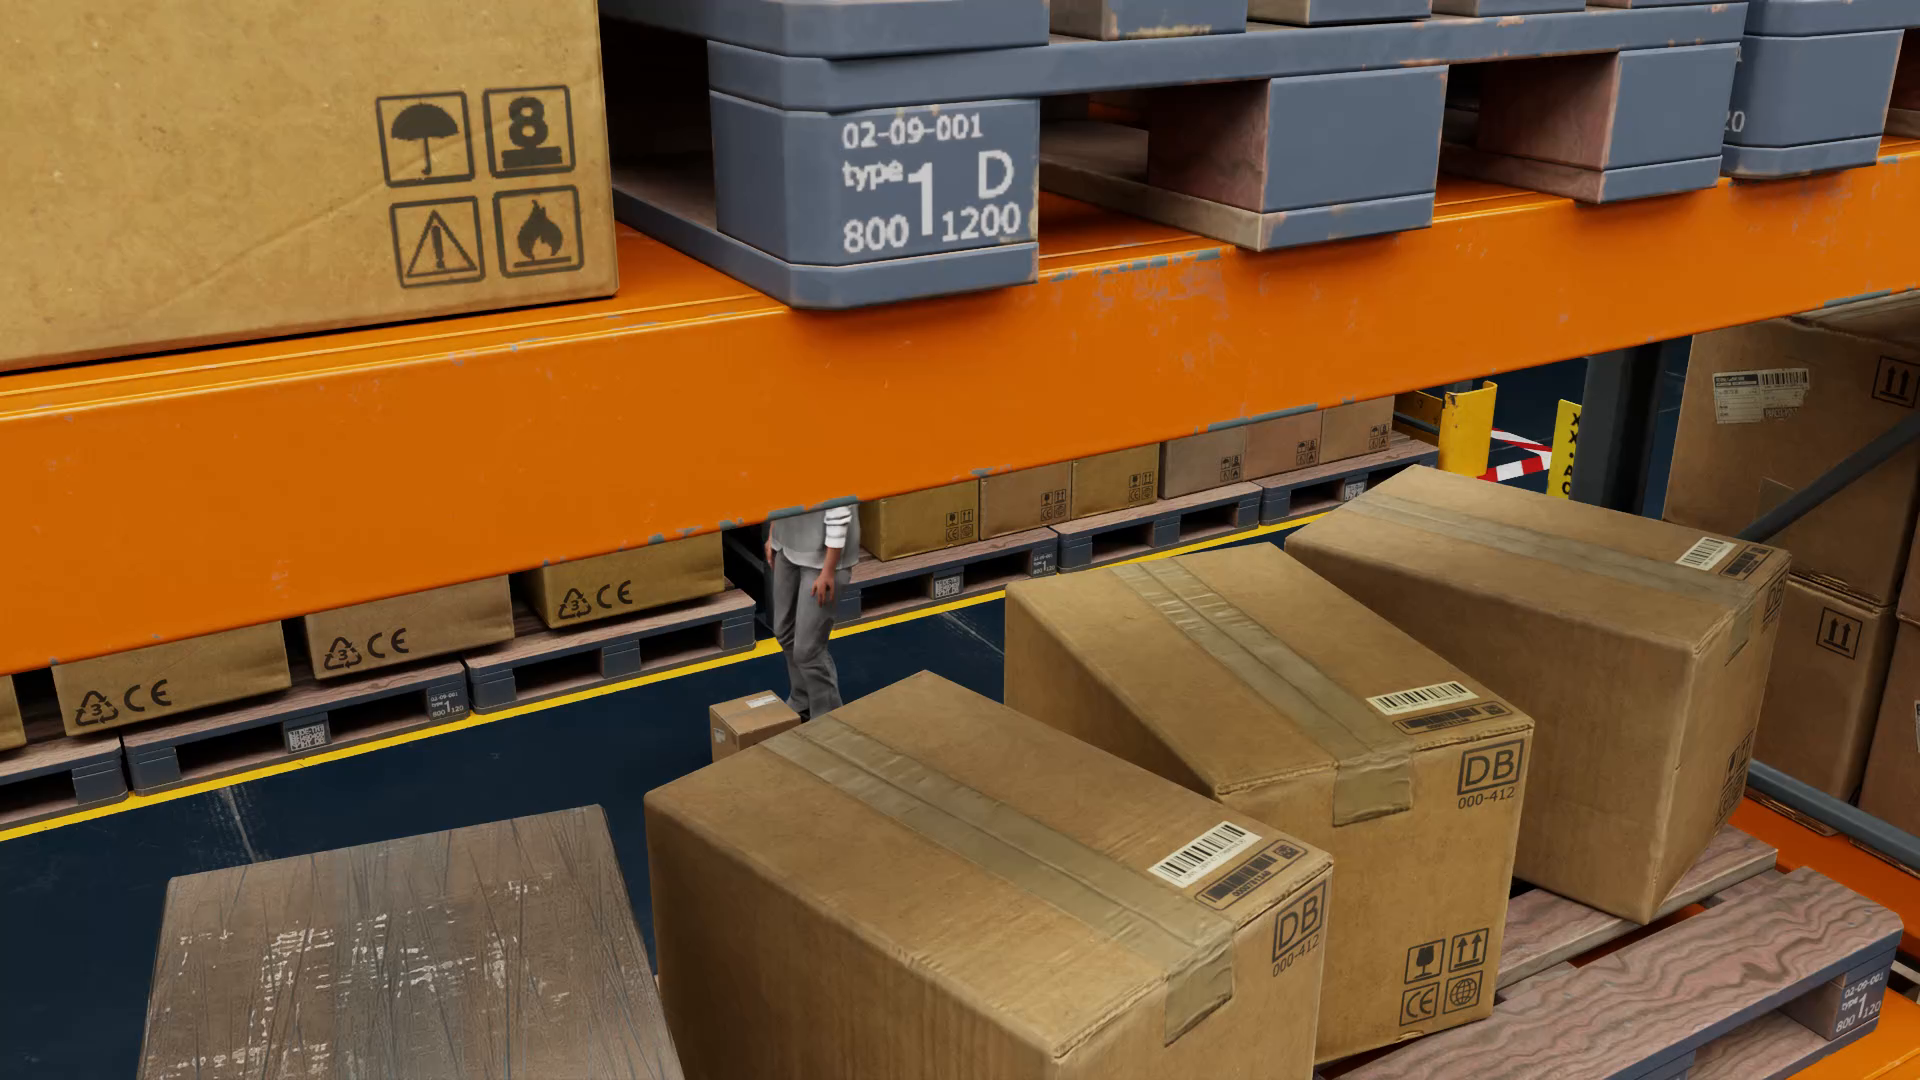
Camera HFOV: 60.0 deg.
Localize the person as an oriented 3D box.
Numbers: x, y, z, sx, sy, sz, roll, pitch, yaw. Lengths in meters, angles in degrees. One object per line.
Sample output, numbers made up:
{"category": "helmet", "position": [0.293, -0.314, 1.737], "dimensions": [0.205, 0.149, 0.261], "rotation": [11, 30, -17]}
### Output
{"category": "person", "position": [-0.554, 0.069, 5.933], "dimensions": [0.366, 1.593, 0.473], "rotation": [-13, 25, -29]}
